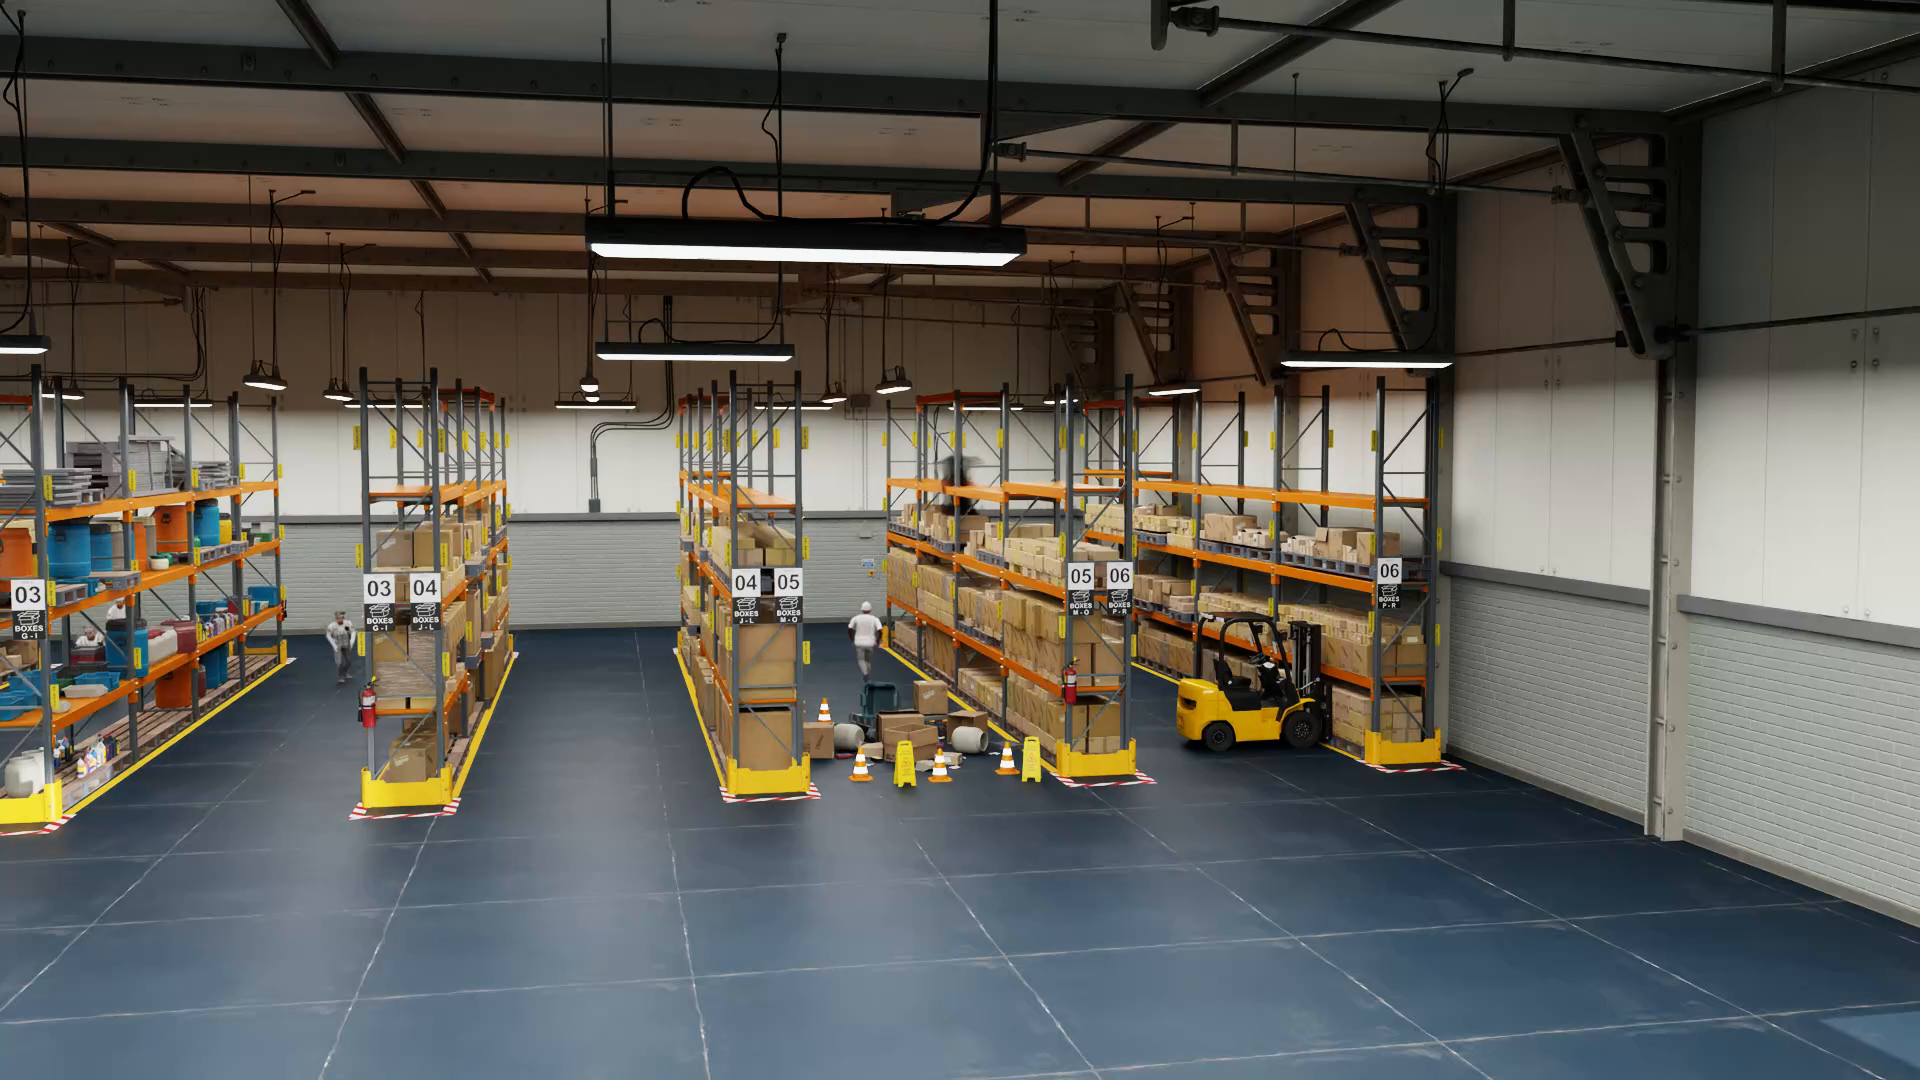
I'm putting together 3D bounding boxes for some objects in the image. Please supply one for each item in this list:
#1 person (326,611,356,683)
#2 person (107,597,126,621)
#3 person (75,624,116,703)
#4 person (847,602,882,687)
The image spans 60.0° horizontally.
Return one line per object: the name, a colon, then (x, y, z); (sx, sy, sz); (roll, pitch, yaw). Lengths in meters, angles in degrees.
person: (-12.811, 2.194, 34.427); (0.615, 1.517, 0.840); (-2, 4, -36)
person: (-18.720, 2.011, 37.177); (0.610, 1.561, 0.835); (-2, 4, -24)
person: (-16.239, 2.345, 31.253); (0.705, 1.600, 0.882); (-2, 4, -34)
person: (-1.923, 2.141, 33.577); (0.700, 1.769, 0.747); (0, 3, -6)
